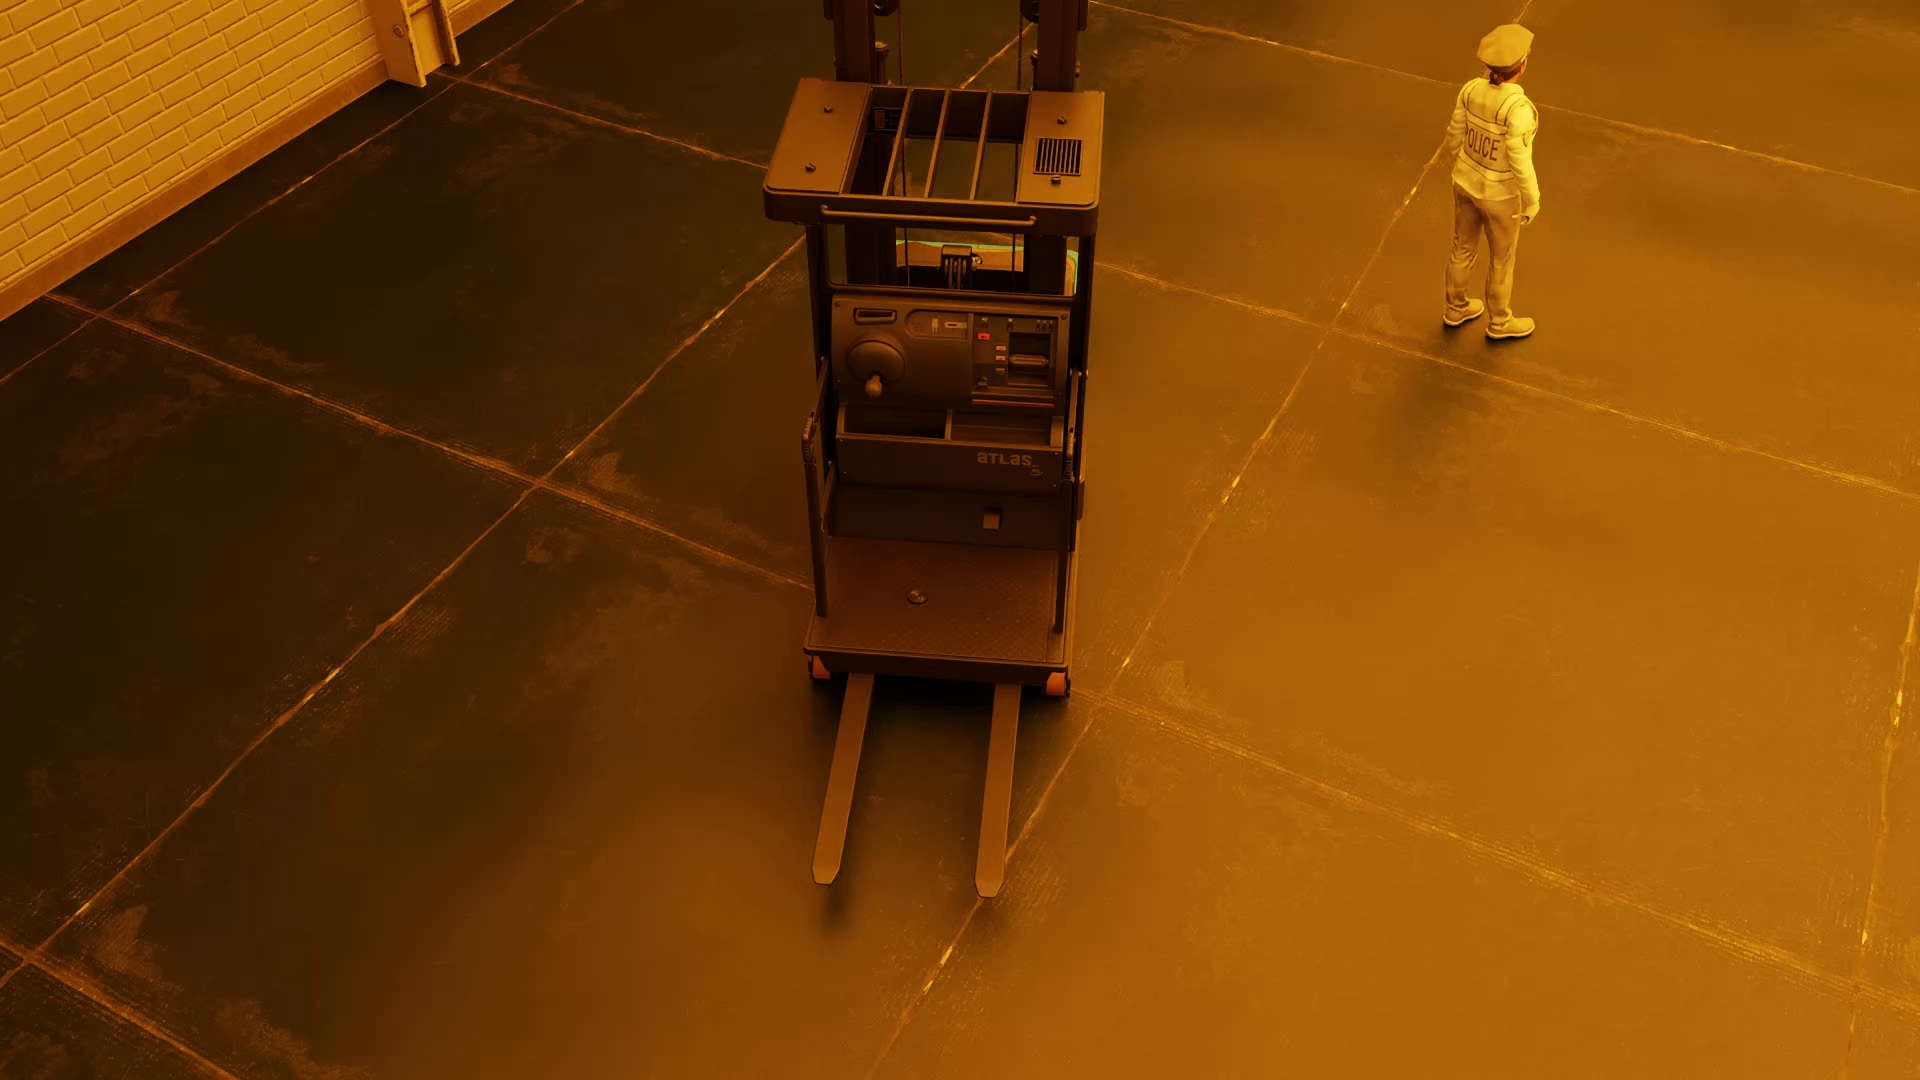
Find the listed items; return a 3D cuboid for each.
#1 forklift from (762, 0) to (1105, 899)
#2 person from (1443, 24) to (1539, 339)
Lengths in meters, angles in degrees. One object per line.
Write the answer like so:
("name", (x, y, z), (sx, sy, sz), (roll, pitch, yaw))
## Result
("forklift", (-0.059, -0.651, 6.345), (1.130, 2.935, 3.031), (4, 43, 4))
("person", (2.743, -1.820, 8.477), (0.534, 1.697, 0.588), (-23, 48, -22))
